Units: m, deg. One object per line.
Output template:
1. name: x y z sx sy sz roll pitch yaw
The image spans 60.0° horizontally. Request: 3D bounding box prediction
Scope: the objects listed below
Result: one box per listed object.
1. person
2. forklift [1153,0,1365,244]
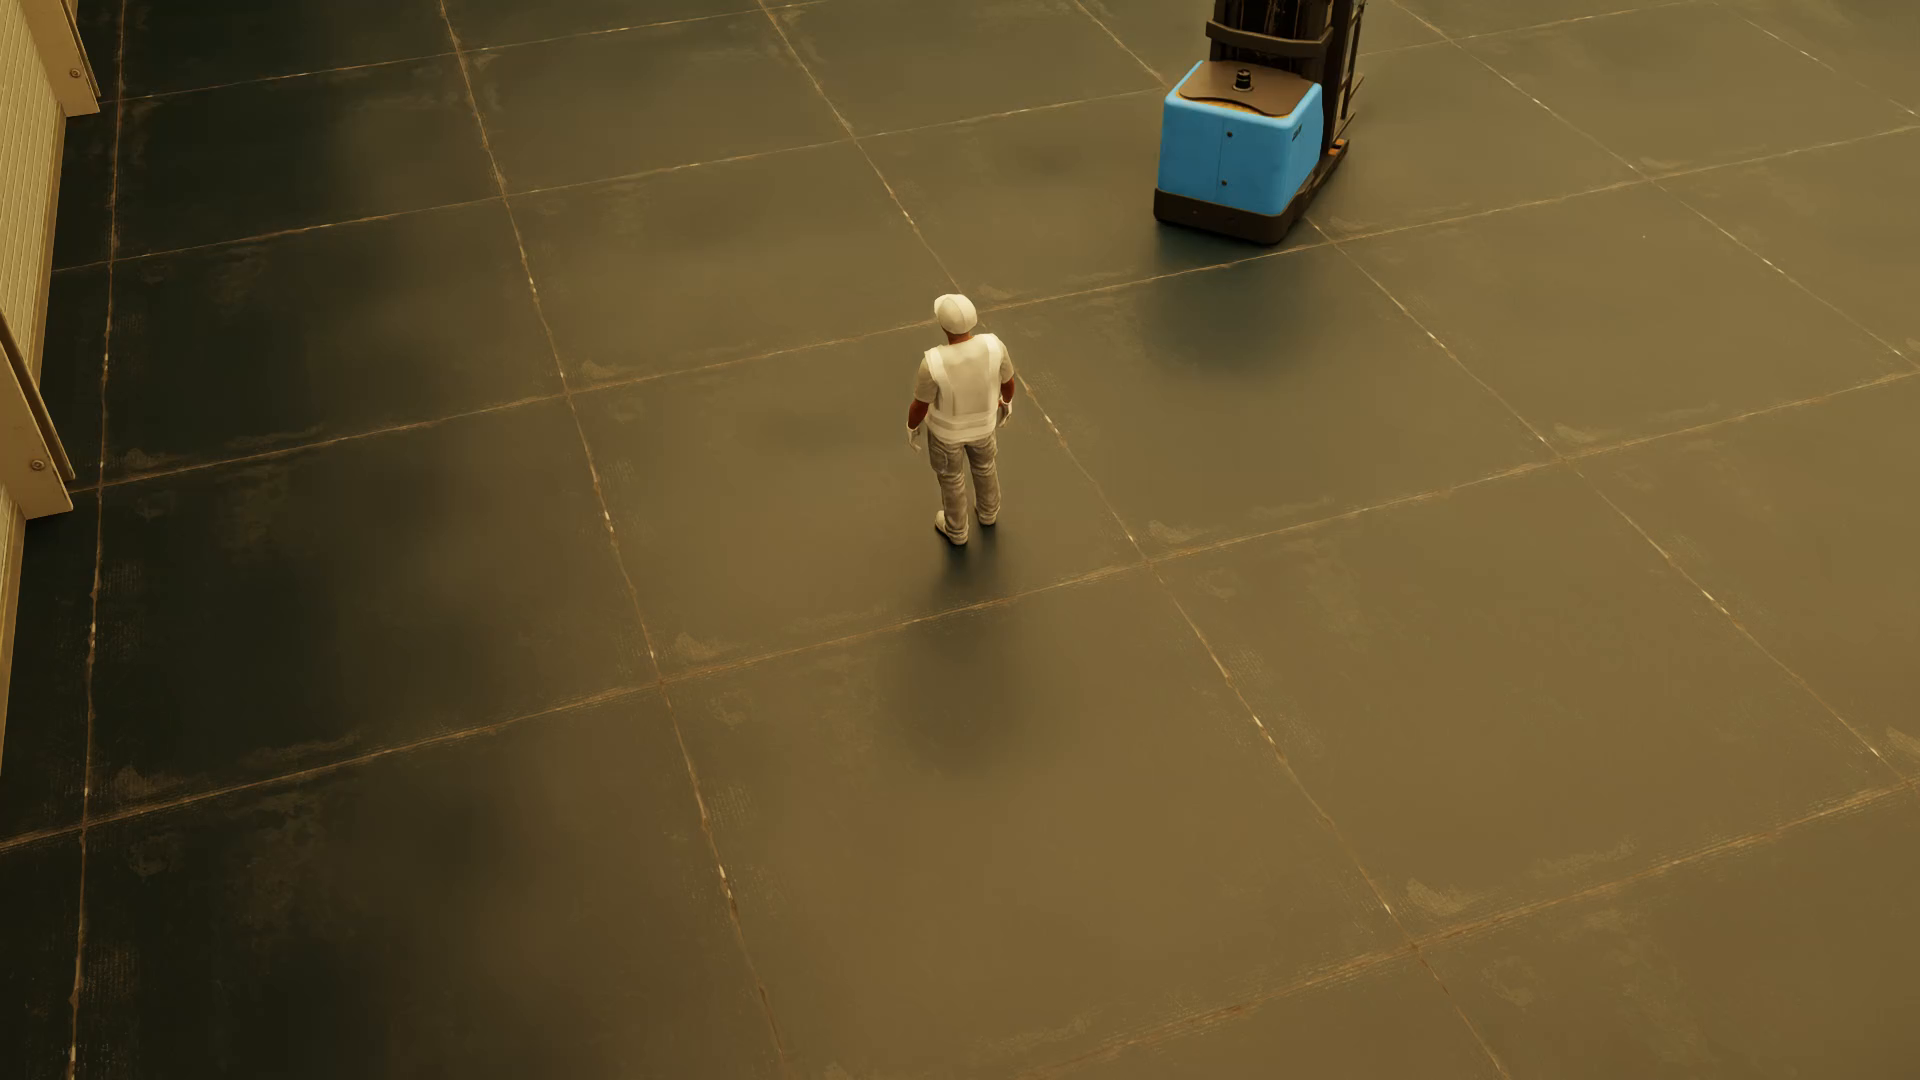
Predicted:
1. person: -0.016 -0.734 9.751 0.656 1.782 0.577 -13 42 -15
2. forklift: 2.649 -4.363 13.193 1.130 2.935 3.031 18 43 20
